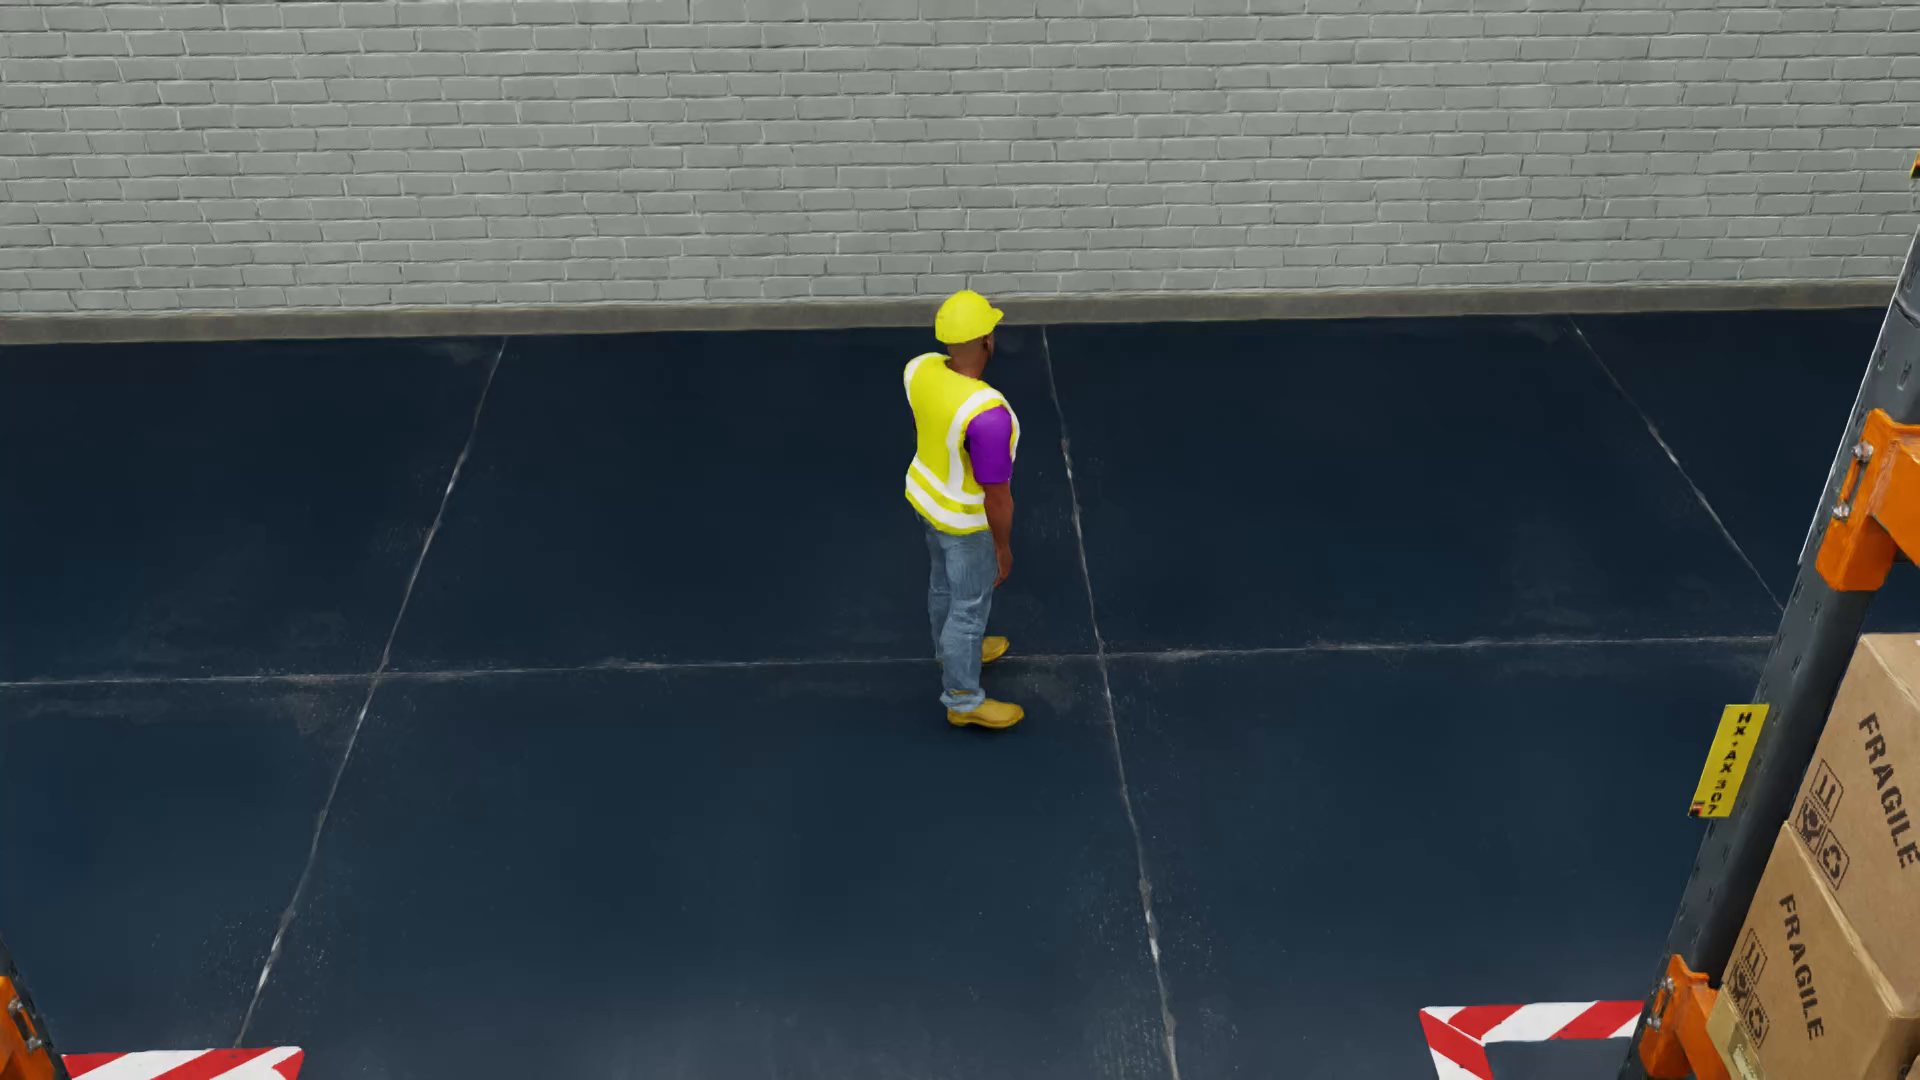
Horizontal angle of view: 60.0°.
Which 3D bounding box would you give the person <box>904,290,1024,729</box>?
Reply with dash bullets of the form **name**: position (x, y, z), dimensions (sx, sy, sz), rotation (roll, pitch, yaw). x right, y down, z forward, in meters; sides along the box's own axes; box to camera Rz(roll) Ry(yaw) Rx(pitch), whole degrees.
- **person**: position (0.059, -0.128, 6.253), dimensions (0.462, 1.771, 0.622), rotation (-19, 39, -25)
